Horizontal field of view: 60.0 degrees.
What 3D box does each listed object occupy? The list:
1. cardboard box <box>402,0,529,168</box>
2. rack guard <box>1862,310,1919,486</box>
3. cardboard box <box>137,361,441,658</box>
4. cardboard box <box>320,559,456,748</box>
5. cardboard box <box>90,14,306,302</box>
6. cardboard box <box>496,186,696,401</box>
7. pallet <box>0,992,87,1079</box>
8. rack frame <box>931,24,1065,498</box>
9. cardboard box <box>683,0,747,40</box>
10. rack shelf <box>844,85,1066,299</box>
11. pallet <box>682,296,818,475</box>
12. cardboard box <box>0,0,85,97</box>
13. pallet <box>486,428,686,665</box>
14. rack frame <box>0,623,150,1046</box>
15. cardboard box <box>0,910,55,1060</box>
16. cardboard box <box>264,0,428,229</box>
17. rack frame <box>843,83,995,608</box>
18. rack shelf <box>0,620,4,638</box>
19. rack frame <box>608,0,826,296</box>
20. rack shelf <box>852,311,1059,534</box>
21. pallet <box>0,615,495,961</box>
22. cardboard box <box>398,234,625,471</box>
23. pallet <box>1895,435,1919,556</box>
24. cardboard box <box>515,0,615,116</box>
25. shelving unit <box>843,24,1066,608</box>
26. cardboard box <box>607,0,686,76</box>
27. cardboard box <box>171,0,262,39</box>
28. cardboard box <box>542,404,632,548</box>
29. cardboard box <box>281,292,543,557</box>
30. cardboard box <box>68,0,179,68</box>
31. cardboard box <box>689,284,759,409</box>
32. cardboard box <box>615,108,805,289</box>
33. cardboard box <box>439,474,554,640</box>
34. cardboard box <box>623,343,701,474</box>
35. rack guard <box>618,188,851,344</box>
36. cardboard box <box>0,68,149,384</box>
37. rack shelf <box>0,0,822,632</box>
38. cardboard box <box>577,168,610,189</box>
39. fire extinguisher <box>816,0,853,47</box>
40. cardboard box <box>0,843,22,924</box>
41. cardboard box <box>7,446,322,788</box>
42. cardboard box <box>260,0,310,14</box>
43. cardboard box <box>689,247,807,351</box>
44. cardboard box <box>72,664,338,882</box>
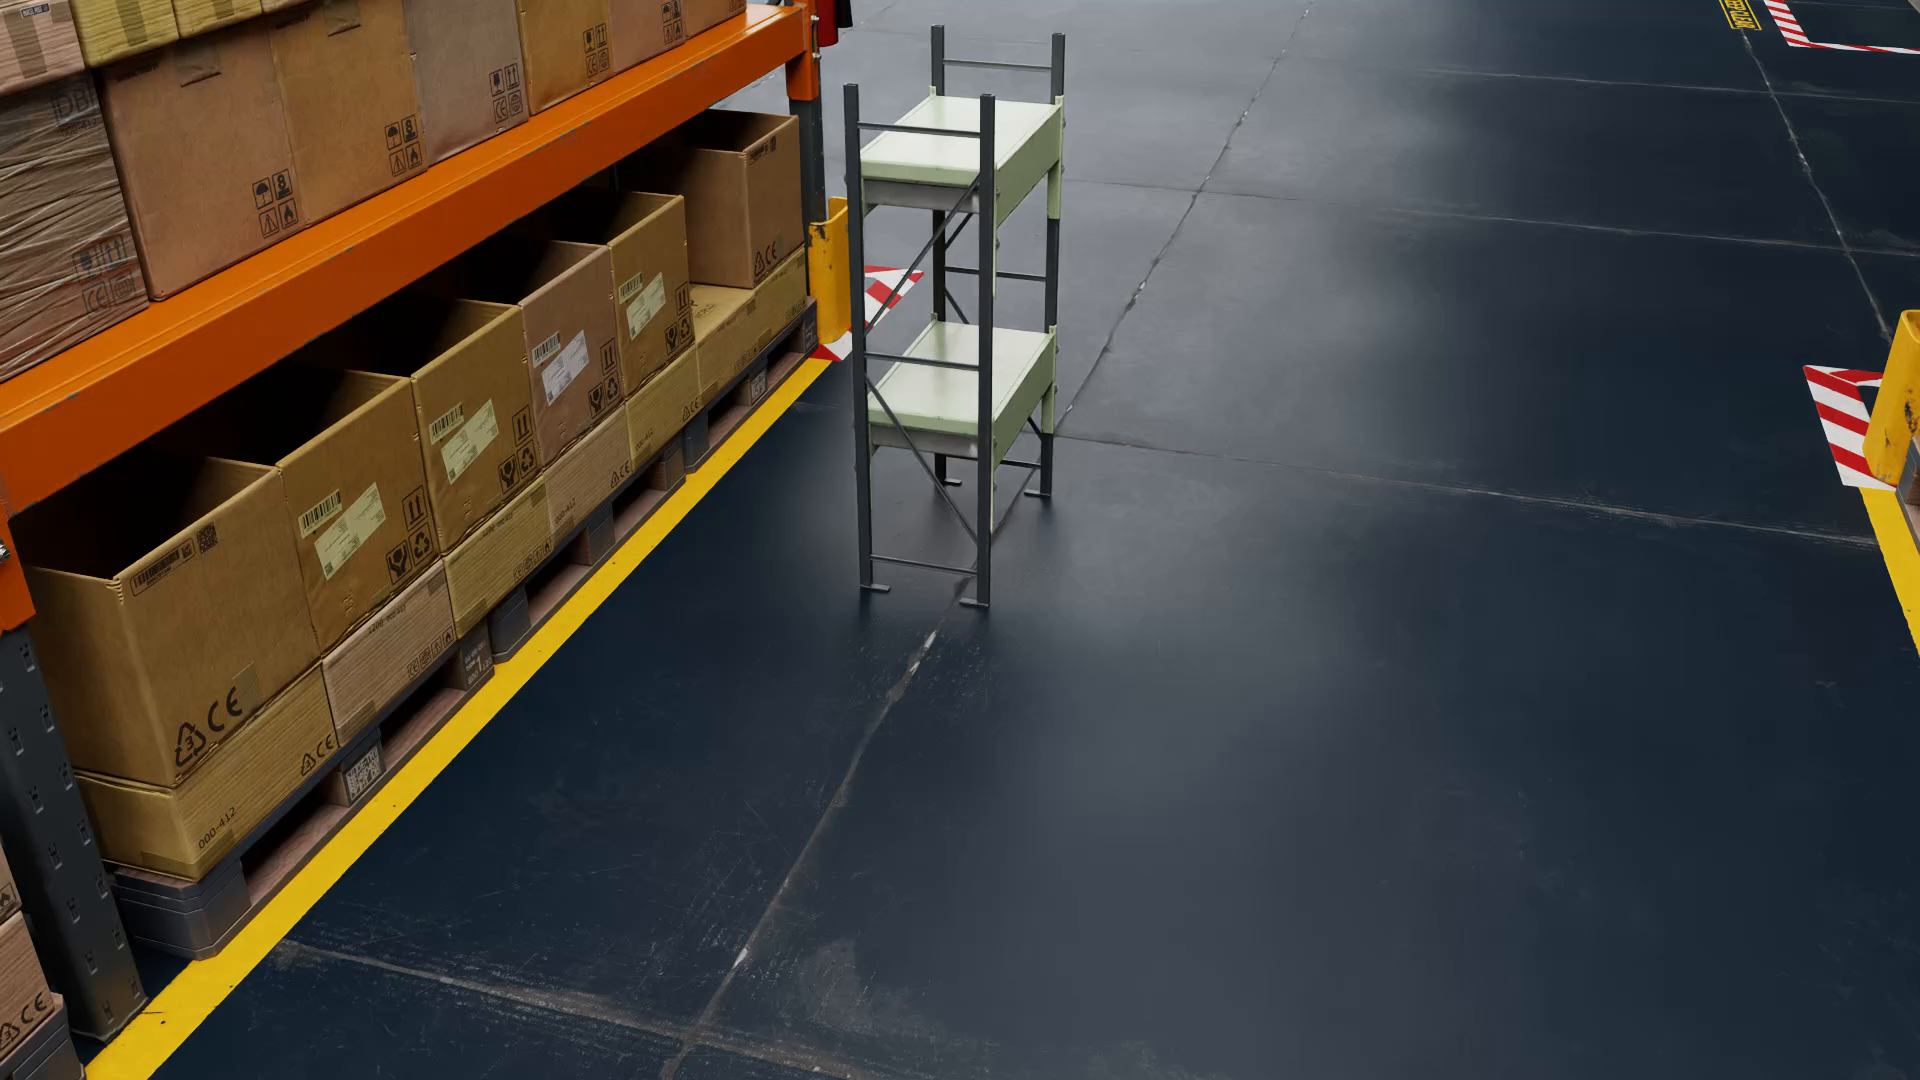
[{"bbox_3d":[-1.627,-1.346,4.482,0.700,0.500,0.500,9,30,16],"label":"cardboard box"},{"bbox_3d":[3.688,-0.405,5.463,1.175,0.500,0.348,8,30,15],"label":"rack guard"},{"bbox_3d":[-1.625,-0.093,3.956,0.500,0.500,0.500,8,30,15],"label":"cardboard box"},{"bbox_3d":[-1.623,0.235,4.138,0.500,0.250,0.500,8,30,15],"label":"cardboard box"},{"bbox_3d":[-1.927,-0.876,3.636,0.700,0.500,0.500,8,30,14],"label":"cardboard box"},{"bbox_3d":[-1.178,-0.789,5.207,0.500,0.500,0.500,8,30,15],"label":"cardboard box"},{"bbox_3d":[-2.379,1.188,2.898,1.003,0.211,1.213,8,30,15],"label":"pallet"},{"bbox_3d":[0.109,-0.829,5.197,0.400,1.500,0.023,8,30,15],"label":"rack frame"},{"bbox_3d":[-1.175,-2.066,5.776,0.700,0.500,0.500,9,30,15],"label":"cardboard box"},{"bbox_3d":[0.002,-1.000,4.701,0.431,0.370,0.720,8,30,15],"label":"rack shelf"},{"bbox_3d":[-1.210,-0.658,6.215,1.003,0.211,1.213,8,30,15],"label":"pallet"},{"bbox_3d":[-1.863,-0.920,3.048,0.380,0.149,0.250,9,30,16],"label":"cardboard box"},{"bbox_3d":[-1.570,-0.093,5.199,1.003,0.211,1.213,8,30,15],"label":"pallet"},{"bbox_3d":[-2.200,-0.379,2.845,1.000,3.000,0.127,8,30,15],"label":"rack frame"},{"bbox_3d":[-2.045,0.873,2.991,0.500,0.250,0.500,8,30,14],"label":"cardboard box"},{"bbox_3d":[-1.776,-1.108,4.054,0.700,0.500,0.500,9,30,16],"label":"cardboard box"},{"bbox_3d":[-0.105,-0.488,4.585,0.400,1.500,0.023,8,30,15],"label":"rack frame"},{"bbox_3d":[-2.787,0.865,1.349,1.077,0.370,4.000,8,30,15],"label":"rack shelf"},{"bbox_3d":[-1.026,-2.238,6.187,1.000,3.000,0.127,8,30,15],"label":"rack frame"},{"bbox_3d":[0.002,-0.374,5.049,0.431,0.370,0.720,8,30,15],"label":"rack shelf"},{"bbox_3d":[-1.927,0.476,4.177,1.003,0.211,1.213,8,30,15],"label":"pallet"},{"bbox_3d":[-1.326,-0.557,4.790,0.500,0.500,0.500,8,30,15],"label":"cardboard box"},{"bbox_3d":[3.416,0.094,4.864,1.003,0.211,1.213,8,30,15],"label":"pallet"},{"bbox_3d":[-1.476,-1.592,4.923,0.700,0.500,0.500,9,30,15],"label":"cardboard box"},{"bbox_3d":[0.002,-0.659,4.891,0.431,1.500,0.755,8,30,15],"label":"shelving unit"},{"bbox_3d":[-1.325,-1.821,5.336,0.700,0.500,0.500,9,30,16],"label":"cardboard box"},{"bbox_3d":[-1.713,-1.162,3.483,0.380,0.149,0.250,8,30,14],"label":"cardboard box"},{"bbox_3d":[-1.330,-0.229,4.973,0.500,0.250,0.500,8,30,15],"label":"cardboard box"},{"bbox_3d":[-1.471,-0.324,4.372,0.500,0.500,0.500,8,30,15],"label":"cardboard box"},{"bbox_3d":[-1.788,-1.040,3.264,0.380,0.149,0.250,8,30,14],"label":"cardboard box"},{"bbox_3d":[-1.036,-0.694,5.809,0.500,0.250,0.500,8,30,15],"label":"cardboard box"},{"bbox_3d":[-0.899,-1.256,6.047,0.500,0.500,0.500,8,30,15],"label":"cardboard box"},{"bbox_3d":[-1.471,0.004,4.554,0.500,0.250,0.500,8,30,15],"label":"cardboard box"},{"bbox_3d":[-1.181,-0.461,5.390,0.500,0.250,0.500,8,30,15],"label":"cardboard box"},{"bbox_3d":[-1.019,-1.156,6.815,1.175,0.500,0.348,8,30,15],"label":"rack guard"},{"bbox_3d":[-2.076,-0.630,3.193,0.700,0.500,0.500,8,30,14],"label":"cardboard box"},{"bbox_3d":[-1.613,-0.994,4.691,1.077,0.370,4.000,8,30,15],"label":"rack shelf"},{"bbox_3d":[-1.541,-1.097,5.762,0.500,0.500,0.500,8,30,15],"label":"cardboard box"},{"bbox_3d":[-0.547,-2.192,6.185,0.296,0.674,0.183,8,30,15],"label":"fire extinguisher"},{"bbox_3d":[-2.045,0.623,2.863,0.500,0.311,0.500,8,30,15],"label":"cardboard box"},{"bbox_3d":[-1.765,0.141,3.536,0.500,0.500,0.500,8,30,15],"label":"cardboard box"},{"bbox_3d":[-1.637,-1.278,3.692,0.380,0.149,0.250,7,30,13],"label":"cardboard box"},{"bbox_3d":[-0.901,-0.928,6.229,0.500,0.250,0.500,8,30,15],"label":"cardboard box"},{"bbox_3d":[-1.774,0.467,3.721,0.500,0.250,0.500,8,30,15],"label":"cardboard box"}]
